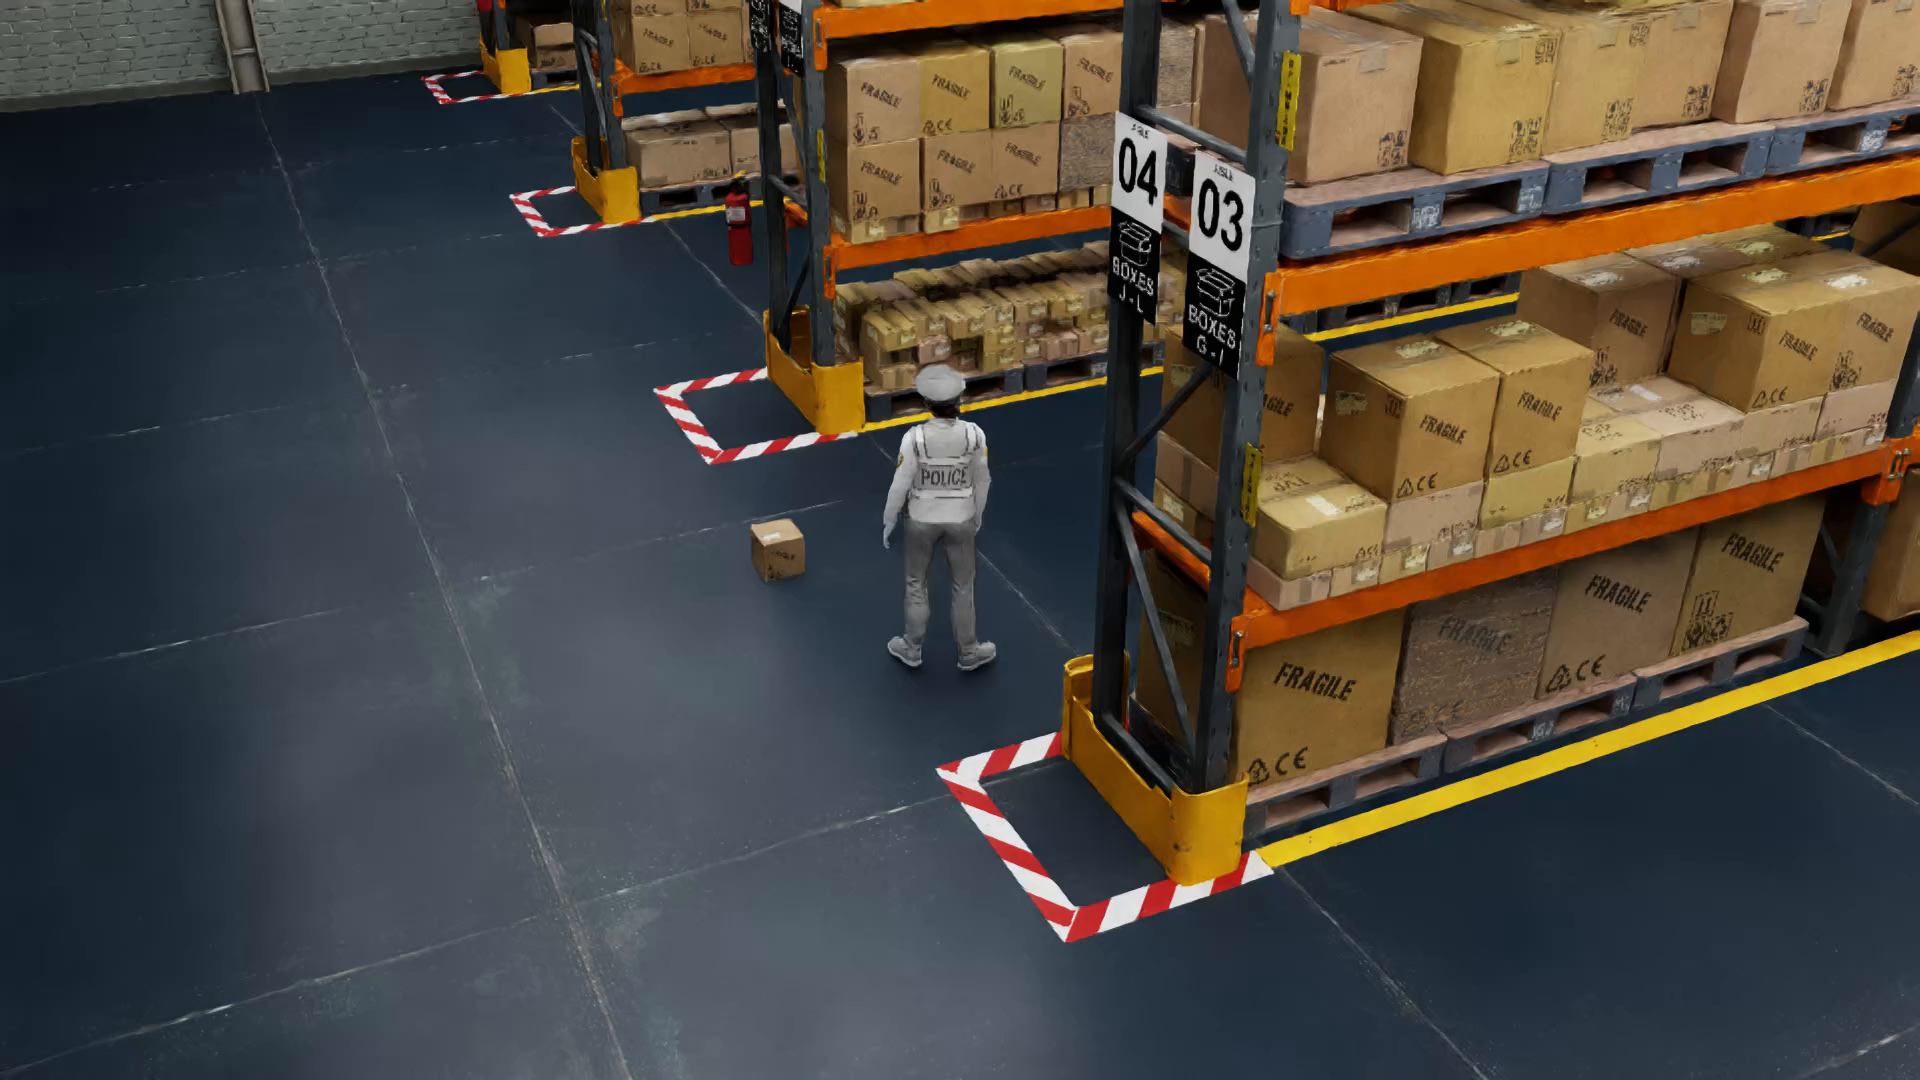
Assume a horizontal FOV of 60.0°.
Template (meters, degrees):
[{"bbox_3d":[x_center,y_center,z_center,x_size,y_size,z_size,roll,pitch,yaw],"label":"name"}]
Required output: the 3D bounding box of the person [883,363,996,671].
[{"bbox_3d":[-0.102,-0.098,8.554,0.602,1.688,0.356,-5,30,-8],"label":"person"}]
